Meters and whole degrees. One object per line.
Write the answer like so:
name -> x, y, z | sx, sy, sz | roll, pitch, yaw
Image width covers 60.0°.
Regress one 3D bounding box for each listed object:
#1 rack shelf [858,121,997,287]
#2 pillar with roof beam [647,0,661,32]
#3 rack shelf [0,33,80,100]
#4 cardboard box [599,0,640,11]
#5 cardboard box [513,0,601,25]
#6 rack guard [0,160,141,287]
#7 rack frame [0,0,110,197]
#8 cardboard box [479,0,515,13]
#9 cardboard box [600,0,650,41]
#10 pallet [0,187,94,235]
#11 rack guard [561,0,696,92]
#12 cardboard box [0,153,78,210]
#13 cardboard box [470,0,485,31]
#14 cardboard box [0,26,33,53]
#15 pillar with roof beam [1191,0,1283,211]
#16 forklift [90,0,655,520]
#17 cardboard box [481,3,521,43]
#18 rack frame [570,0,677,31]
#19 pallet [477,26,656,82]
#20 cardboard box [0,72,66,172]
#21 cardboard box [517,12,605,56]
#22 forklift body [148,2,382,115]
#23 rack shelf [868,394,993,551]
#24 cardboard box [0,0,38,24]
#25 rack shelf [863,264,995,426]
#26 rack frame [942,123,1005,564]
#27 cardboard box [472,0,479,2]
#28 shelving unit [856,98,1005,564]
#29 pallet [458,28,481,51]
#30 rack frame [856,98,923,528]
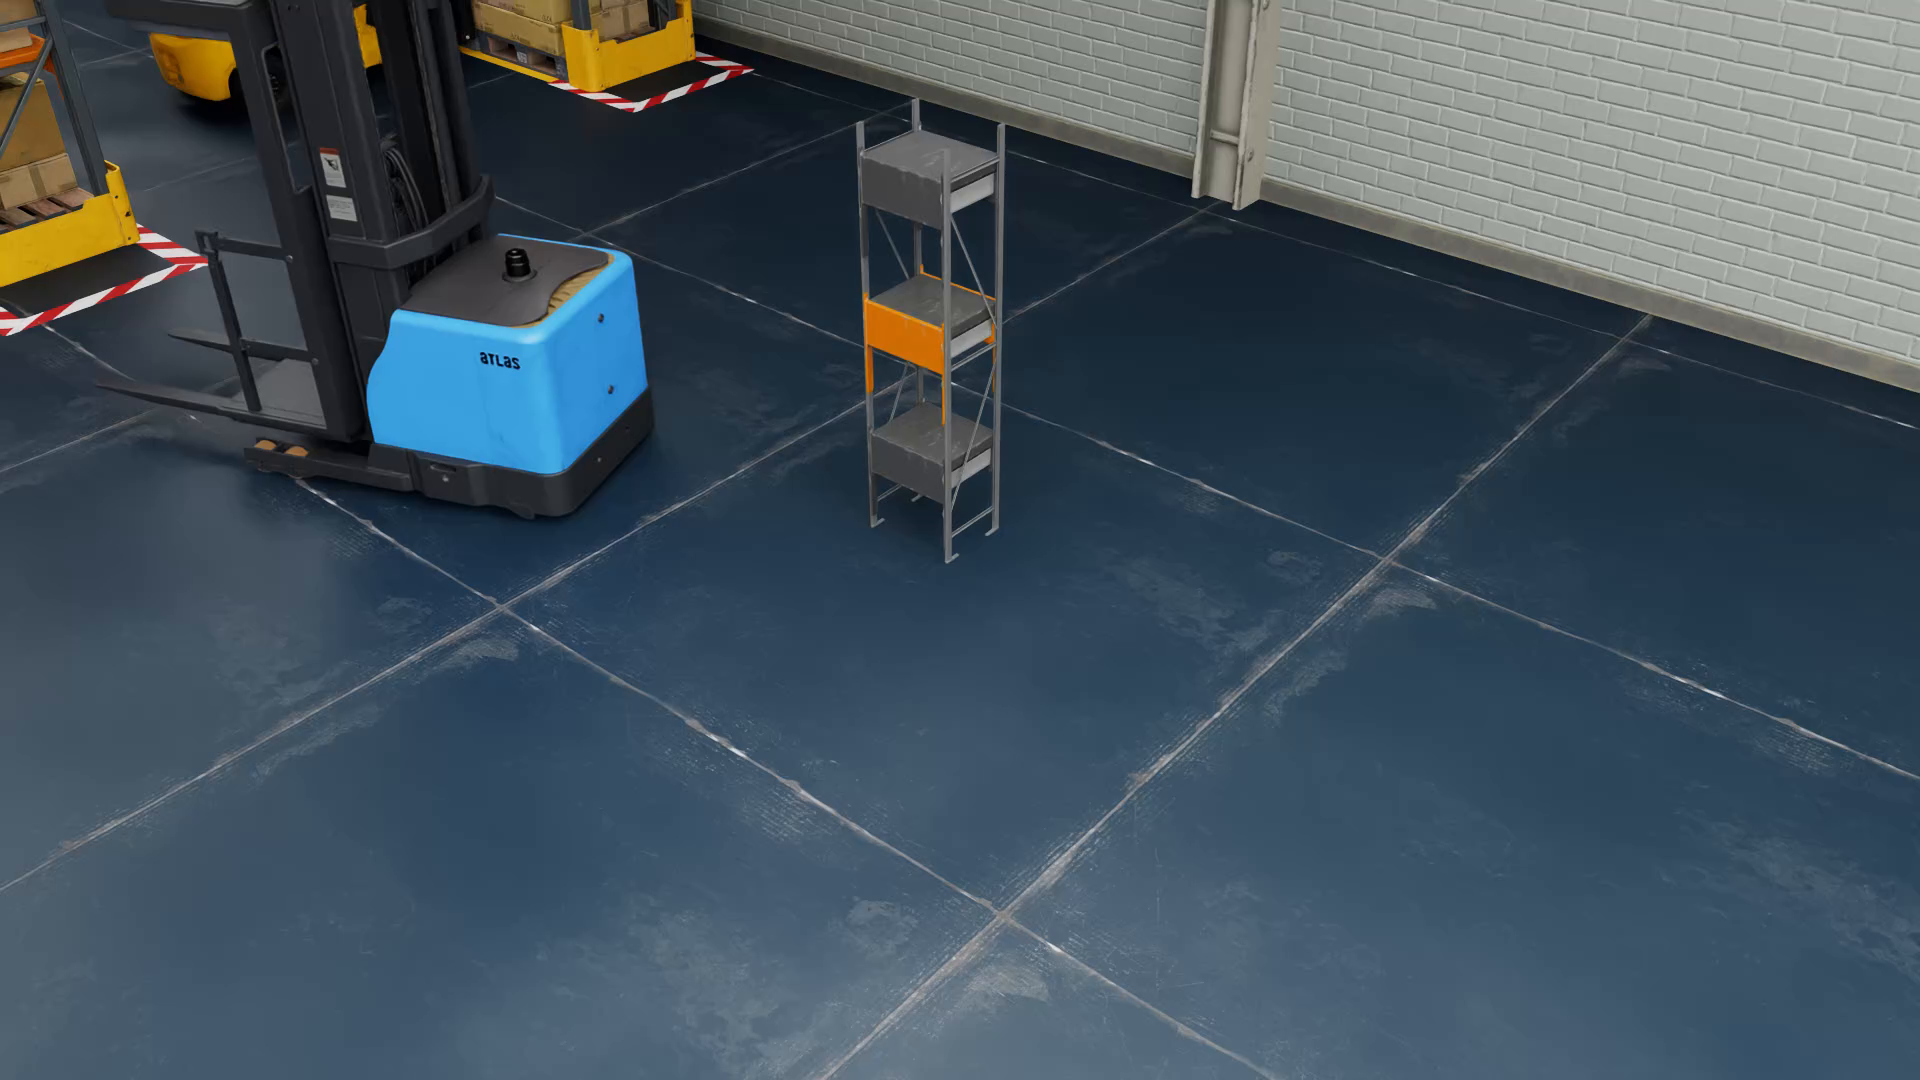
rack shelf -> -0.127, -1.491, 7.354 | 0.480, 0.518, 0.431 | 25, 42, 32
pillar with roof beam -> -5.478, -6.443, 9.684 | 0.400, 9.000, 9.100 | 25, 42, 32
rack shelf -> -7.475, -3.466, 11.283 | 4.000, 0.370, 1.077 | 25, 42, 32
cardboard box -> -2.993, -4.706, 14.068 | 0.500, 0.250, 0.500 | 26, 42, 33
cardboard box -> -3.339, -4.485, 13.748 | 0.500, 0.250, 0.500 | 25, 41, 31
rack guard -> -5.996, -2.035, 10.772 | 0.348, 0.500, 1.175 | 25, 42, 32
rack frame -> -5.938, -3.038, 10.024 | 0.127, 3.000, 1.000 | 25, 42, 32
cardboard box -> -3.718, -4.672, 14.019 | 0.500, 0.250, 0.500 | 25, 42, 31
cardboard box -> -3.017, -4.502, 14.213 | 0.500, 0.250, 0.500 | 25, 42, 32
pallet -> -6.598, -2.226, 11.305 | 1.213, 0.211, 1.003 | 25, 42, 32
rack guard -> -2.746, -4.160, 13.866 | 0.348, 0.500, 1.175 | 25, 42, 32
cardboard box -> -6.381, -2.490, 11.285 | 0.500, 0.250, 0.500 | 25, 42, 31
cardboard box -> -4.083, -4.641, 14.416 | 0.500, 0.250, 0.500 | 26, 42, 32
cardboard box -> -6.067, -3.148, 10.406 | 0.250, 0.149, 0.380 | 25, 42, 32
pillar with roof beam -> -0.867, -4.270, 6.519 | 0.400, 9.000, 9.100 | 25, 42, 32
forklift -> -3.232, -1.800, 8.283 | 3.031, 2.935, 1.130 | 11, 36, 15
cardboard box -> -3.704, -4.456, 14.146 | 0.500, 0.250, 0.500 | 25, 42, 32
rack frame -> -2.765, -5.199, 13.171 | 0.127, 3.000, 1.000 | 25, 42, 32
pallet -> -3.379, -4.308, 14.337 | 1.213, 0.211, 1.003 | 25, 42, 32
cardboard box -> -6.400, -2.808, 11.084 | 0.500, 0.500, 0.500 | 24, 41, 30
cardboard box -> -3.328, -4.272, 13.878 | 0.500, 0.250, 0.500 | 26, 42, 32
forklift body -> -5.389, -4.742, 13.256 | 1.214, 2.155, 2.313 | 25, 42, 32
rack shelf -> -0.127, -0.337, 8.147 | 0.480, 0.518, 0.431 | 25, 42, 32
cardboard box -> -6.124, -3.494, 10.337 | 0.500, 0.500, 0.500 | 25, 41, 31
rack shelf -> -0.127, -0.914, 7.751 | 0.480, 0.518, 0.431 | 25, 42, 32
rack frame -> 0.060, -0.837, 7.614 | 0.015, 2.100, 0.400 | 25, 42, 32
cardboard box -> -4.128, -4.849, 14.278 | 0.500, 0.250, 0.500 | 24, 41, 31
shelving unit -> -0.127, -0.926, 7.743 | 0.503, 2.100, 0.431 | 25, 42, 32
pallet -> -4.313, -4.751, 14.981 | 1.213, 0.211, 1.003 | 25, 42, 32
rack frame -> -0.315, -1.014, 7.872 | 0.015, 2.100, 0.400 | 25, 42, 32
